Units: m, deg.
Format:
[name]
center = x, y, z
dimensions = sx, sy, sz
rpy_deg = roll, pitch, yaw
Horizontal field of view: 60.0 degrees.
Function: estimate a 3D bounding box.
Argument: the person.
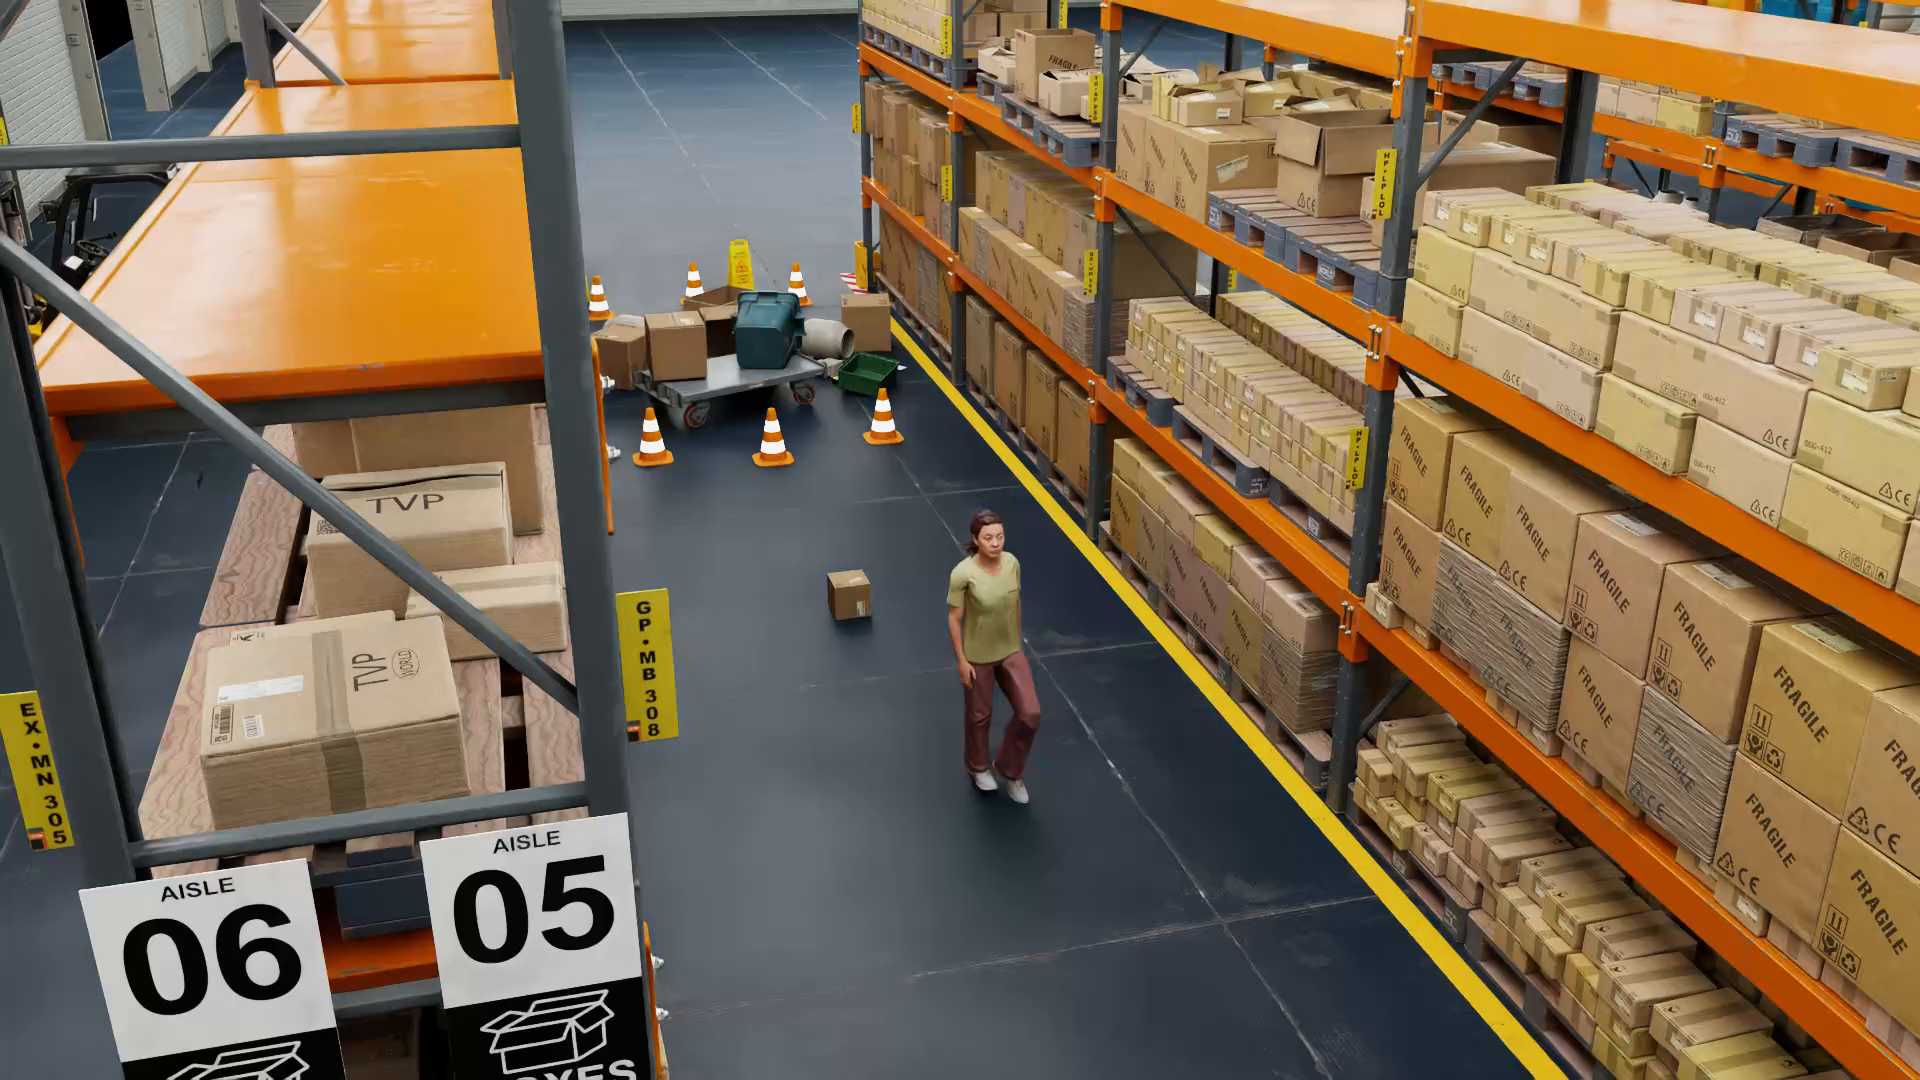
[person]
center = 0.173, 0.660, 9.046
dimensions = 0.478, 1.717, 0.503
rpy_deg = -10, 25, -22
